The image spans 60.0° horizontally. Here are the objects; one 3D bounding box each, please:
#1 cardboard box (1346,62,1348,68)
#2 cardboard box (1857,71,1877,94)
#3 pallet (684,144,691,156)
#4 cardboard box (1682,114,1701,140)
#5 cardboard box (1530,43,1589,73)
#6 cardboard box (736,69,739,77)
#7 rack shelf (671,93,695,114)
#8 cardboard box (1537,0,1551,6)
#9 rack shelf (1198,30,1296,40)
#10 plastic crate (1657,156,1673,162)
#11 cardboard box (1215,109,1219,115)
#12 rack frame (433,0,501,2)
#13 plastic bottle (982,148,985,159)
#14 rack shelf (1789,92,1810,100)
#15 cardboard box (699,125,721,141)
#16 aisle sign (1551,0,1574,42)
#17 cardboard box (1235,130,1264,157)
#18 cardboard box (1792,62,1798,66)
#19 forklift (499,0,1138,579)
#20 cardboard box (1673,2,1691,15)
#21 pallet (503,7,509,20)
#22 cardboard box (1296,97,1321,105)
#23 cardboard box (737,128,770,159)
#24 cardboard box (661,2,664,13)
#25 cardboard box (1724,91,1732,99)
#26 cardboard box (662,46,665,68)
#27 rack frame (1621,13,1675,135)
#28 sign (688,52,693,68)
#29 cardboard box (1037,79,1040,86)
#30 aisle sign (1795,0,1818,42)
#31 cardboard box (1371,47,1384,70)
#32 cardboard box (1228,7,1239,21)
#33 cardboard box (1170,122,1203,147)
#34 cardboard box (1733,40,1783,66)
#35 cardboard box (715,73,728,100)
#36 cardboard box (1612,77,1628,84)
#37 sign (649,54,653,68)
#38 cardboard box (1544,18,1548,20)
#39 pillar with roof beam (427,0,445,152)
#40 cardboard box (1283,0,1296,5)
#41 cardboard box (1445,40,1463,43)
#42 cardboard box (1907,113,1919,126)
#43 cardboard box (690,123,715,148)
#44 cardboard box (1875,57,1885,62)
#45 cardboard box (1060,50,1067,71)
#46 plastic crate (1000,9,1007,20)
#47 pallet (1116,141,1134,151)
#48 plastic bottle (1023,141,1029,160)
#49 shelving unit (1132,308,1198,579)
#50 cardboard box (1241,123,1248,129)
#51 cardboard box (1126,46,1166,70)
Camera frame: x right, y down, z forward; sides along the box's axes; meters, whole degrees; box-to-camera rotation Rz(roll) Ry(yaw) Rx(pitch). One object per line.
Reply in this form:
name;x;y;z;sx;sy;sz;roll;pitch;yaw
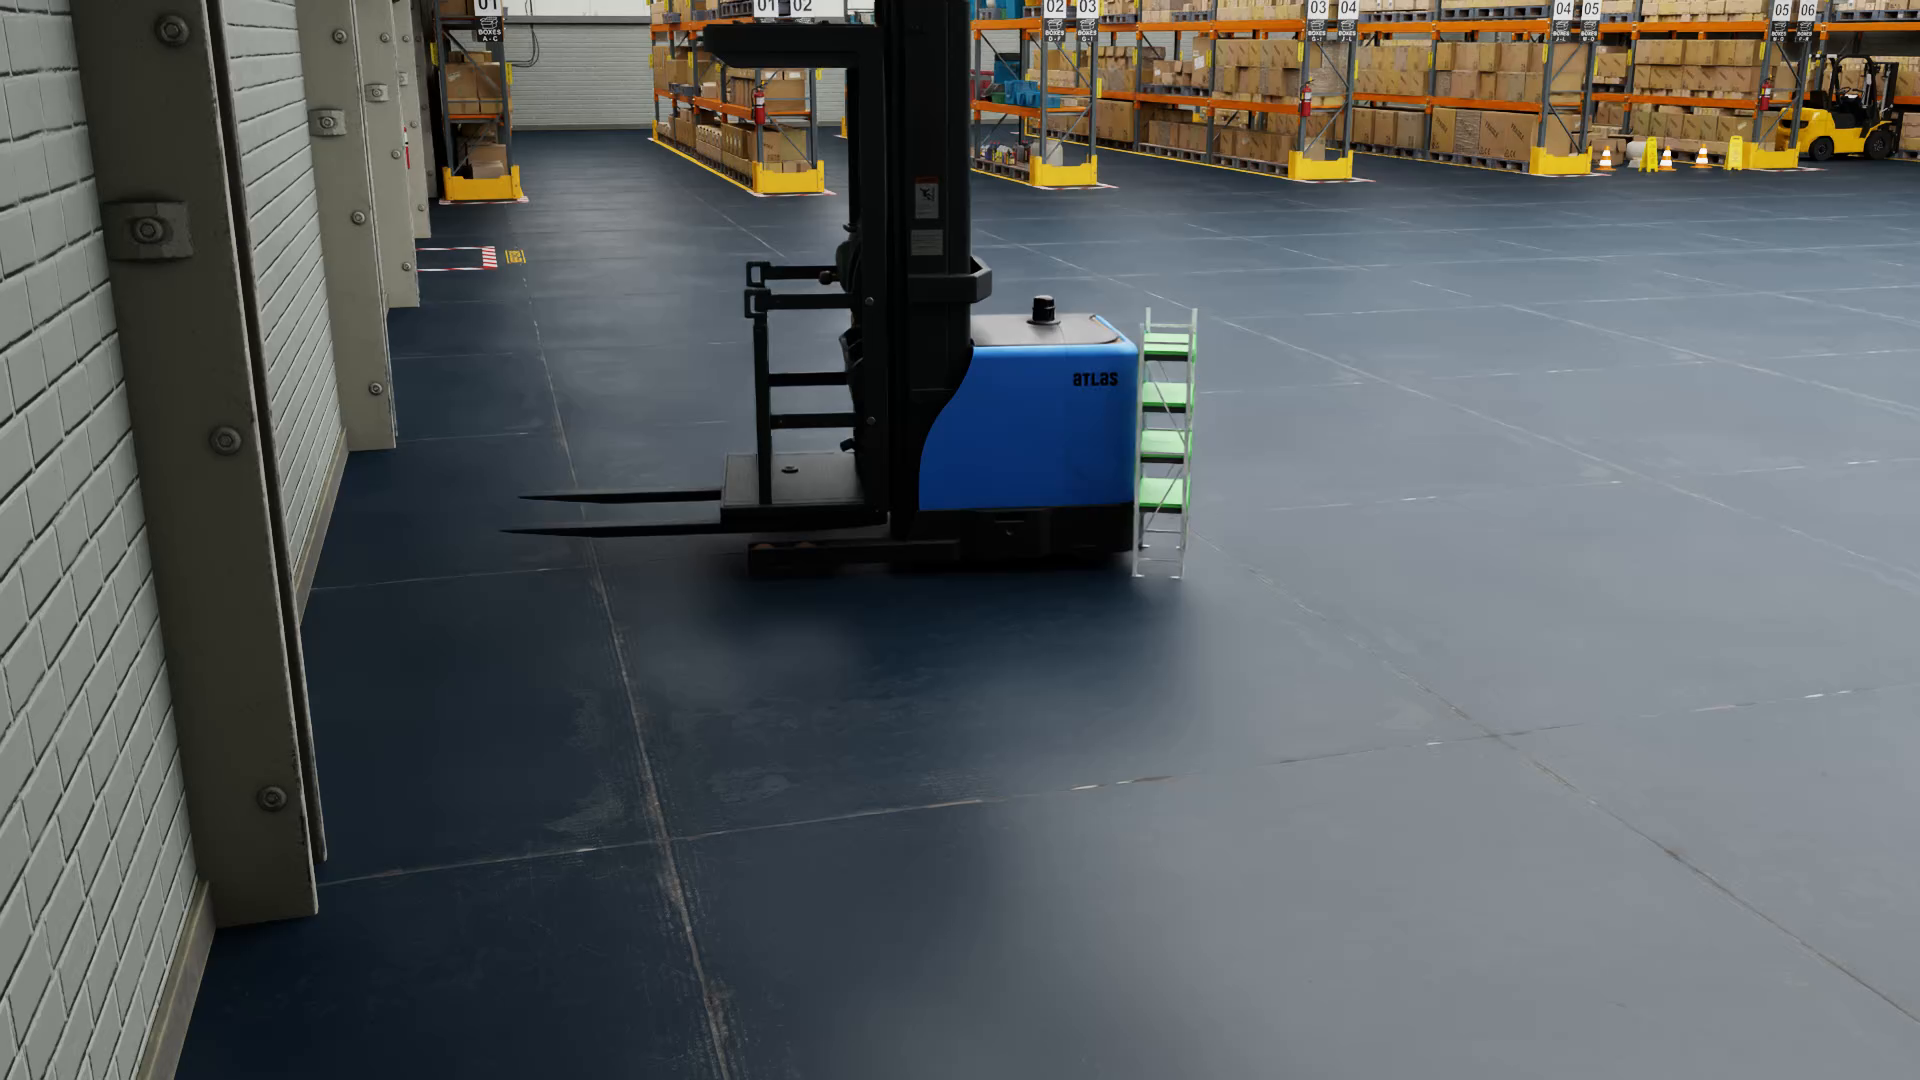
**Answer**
cardboard box;9.301;-11.166;39.084;0.380;0.149;0.250;-5;17;-15
cardboard box;20.016;-9.984;36.303;0.500;0.500;0.500;-5;17;-16
pallet;-5.580;-8.721;37.117;1.003;0.211;1.213;-5;17;-15
cardboard box;15.424;-8.591;34.585;0.500;0.500;0.500;-5;17;-17
cardboard box;11.377;-9.138;31.521;0.875;0.550;0.550;-5;17;-15
cardboard box;-3.811;-8.390;29.867;0.380;0.149;0.250;-5;18;-17
rack shelf;-5.629;-9.718;36.842;1.077;0.370;4.000;-5;17;-15
cardboard box;11.025;-10.074;31.093;0.380;0.149;0.250;-5;17;-15
rack shelf;7.594;-13.408;43.910;1.077;0.370;4.000;-5;17;-15
plastic crate;14.717;-8.072;35.184;0.402;0.080;0.583;-12;20;-34
cardboard box;7.147;-11.609;45.078;0.380;0.149;0.250;-6;18;-18
rack frame;-7.643;-9.777;25.360;1.000;3.000;0.127;-5;17;-15
plastic bottle;0.478;-7.514;32.351;0.097;0.201;0.097;0;17;0
rack shelf;19.296;-10.571;39.681;1.077;0.370;4.000;-5;17;-15
cardboard box;-5.065;-8.350;34.110;0.500;0.311;0.500;-5;17;-17
aisle sign;11.173;-9.645;30.828;0.394;0.787;0.004;-5;17;-15
cardboard box;5.782;-7.918;33.212;0.500;0.500;0.500;1;17;2
cardboard box;19.433;-10.940;38.356;0.380;0.149;0.250;-5;17;-15
forklift;-0.701;-1.378;7.946;3.031;2.935;1.130;-2;17;-6
cardboard box;15.208;-11.051;34.559;0.500;0.250;0.500;-5;17;-15
pallet;-8.809;-9.537;30.098;1.213;0.211;1.003;-5;17;-15
cardboard box;6.368;-8.021;30.378;0.380;0.149;0.250;-5;17;-15
cardboard box;-3.603;-6.941;29.090;0.500;0.500;0.500;-5;17;-15
cardboard box;-6.708;-12.472;38.936;0.500;0.250;0.500;-5;17;-15
cardboard box;15.639;-8.963;33.512;0.380;0.149;0.250;-5;17;-16
cardboard box;-6.848;-11.543;39.755;0.500;0.500;0.500;-5;17;-15
rack frame;15.074;-9.969;36.426;1.000;3.000;0.127;-5;17;-15
sign;-5.599;-9.981;34.590;0.100;0.325;0.005;-5;17;-15
cardboard box;2.244;-12.047;43.779;0.380;0.149;0.250;-5;17;-16
aisle sign;16.489;-10.115;32.393;0.394;0.787;0.004;-5;17;-15
cardboard box;9.640;-10.776;37.202;0.700;0.500;0.500;-5;17;-16
cardboard box;5.573;-10.260;32.440;0.500;0.250;0.500;-5;17;-16
cardboard box;4.977;-8.813;36.158;0.700;0.500;0.500;-3;17;-11
cardboard box;15.823;-9.656;32.954;0.700;0.500;0.500;-5;17;-17
cardboard box;-4.603;-9.095;33.342;0.500;0.500;0.500;-6;18;-18
cardboard box;14.667;-10.170;36.803;0.380;0.149;0.250;-4;17;-14
sign;-7.800;-12.094;41.996;0.100;0.325;0.005;-5;17;-15
cardboard box;13.968;-12.276;39.127;0.396;0.266;0.258;-5;17;-15
pillar with roof beam;-7.825;-13.562;37.960;9.100;9.000;0.400;-5;17;-15
cardboard box;6.129;-9.835;30.334;0.380;0.149;0.250;-5;18;-18
cardboard box;13.038;-13.127;43.900;0.380;0.149;0.250;-5;17;-16
cardboard box;20.373;-8.863;35.054;0.500;0.250;0.500;-4;17;-14
cardboard box;-5.562;-8.763;35.993;0.500;0.500;0.500;-4;17;-13
cardboard box;20.078;-10.402;36.048;0.380;0.149;0.250;-5;17;-15
cardboard box;2.830;-12.073;41.871;0.500;0.500;0.500;-5;17;-15
plastic crate;0.955;-9.671;30.588;0.336;0.188;0.450;-5;17;-15
pallet;4.302;-9.181;38.648;1.003;0.211;1.213;-5;17;-15
plastic bottle;1.290;-7.528;32.138;0.144;0.351;0.185;-6;18;-18
shelving unit;0.975;-0.467;7.920;0.258;1.200;0.503;3;17;9
cardboard box;7.583;-10.826;43.505;0.380;0.149;0.250;-5;18;-17
cardboard box;4.261;-11.024;38.020;0.797;0.503;0.637;-4;17;-13
